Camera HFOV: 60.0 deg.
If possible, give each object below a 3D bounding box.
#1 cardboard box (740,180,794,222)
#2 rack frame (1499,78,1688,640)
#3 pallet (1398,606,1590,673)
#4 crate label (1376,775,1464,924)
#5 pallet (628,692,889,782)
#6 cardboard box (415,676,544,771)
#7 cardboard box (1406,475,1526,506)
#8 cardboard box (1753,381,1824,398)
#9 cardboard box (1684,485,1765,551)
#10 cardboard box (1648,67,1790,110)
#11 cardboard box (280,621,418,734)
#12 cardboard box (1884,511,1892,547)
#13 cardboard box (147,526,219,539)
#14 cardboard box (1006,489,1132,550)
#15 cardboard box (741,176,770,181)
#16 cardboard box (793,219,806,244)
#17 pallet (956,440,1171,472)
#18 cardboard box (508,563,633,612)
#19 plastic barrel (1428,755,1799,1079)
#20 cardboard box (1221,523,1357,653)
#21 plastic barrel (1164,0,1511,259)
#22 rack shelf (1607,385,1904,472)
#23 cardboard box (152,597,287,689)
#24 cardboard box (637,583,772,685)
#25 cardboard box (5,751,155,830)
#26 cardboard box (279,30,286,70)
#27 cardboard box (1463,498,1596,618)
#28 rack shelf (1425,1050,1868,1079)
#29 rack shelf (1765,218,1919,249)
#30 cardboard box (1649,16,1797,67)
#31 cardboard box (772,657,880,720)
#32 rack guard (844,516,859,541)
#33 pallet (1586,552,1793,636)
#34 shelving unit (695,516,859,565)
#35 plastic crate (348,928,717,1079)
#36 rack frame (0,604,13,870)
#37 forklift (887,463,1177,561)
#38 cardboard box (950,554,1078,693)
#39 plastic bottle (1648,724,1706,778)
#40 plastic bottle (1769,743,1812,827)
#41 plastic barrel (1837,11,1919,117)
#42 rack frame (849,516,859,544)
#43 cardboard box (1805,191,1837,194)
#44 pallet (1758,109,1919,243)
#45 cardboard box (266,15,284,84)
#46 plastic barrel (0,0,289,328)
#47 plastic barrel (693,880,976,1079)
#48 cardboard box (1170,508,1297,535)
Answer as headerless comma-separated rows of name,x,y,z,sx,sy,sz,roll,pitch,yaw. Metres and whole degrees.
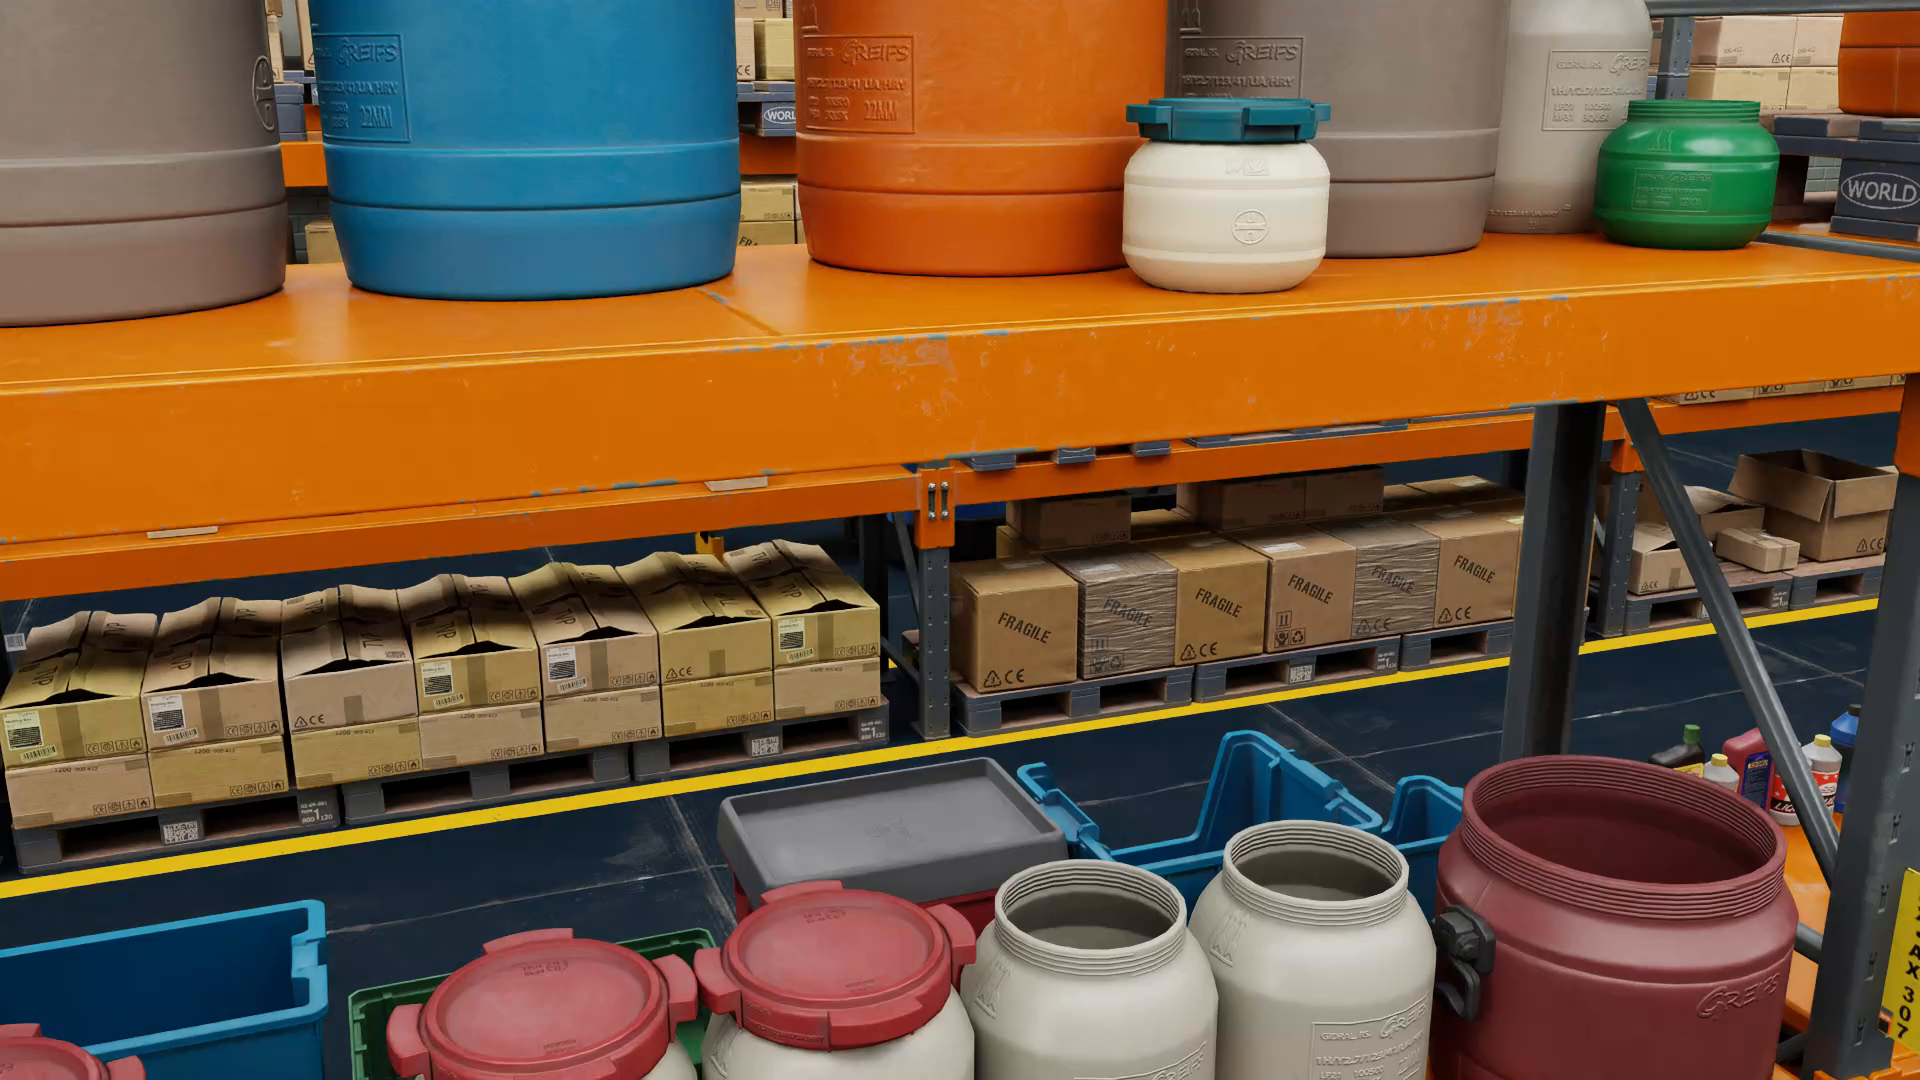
cardboard box,-1.515,-2.466,12.099,0.500,0.250,0.500,-6,17,-19
rack frame,3.453,-1.025,9.265,0.127,3.000,1.000,-6,17,-20
pallet,2.707,0.405,9.345,1.213,0.211,1.003,-6,17,-20
crate label,0.959,0.706,3.667,0.416,0.233,0.303,-6,17,-20
pallet,-1.065,0.789,8.037,1.213,0.211,1.003,-6,17,-20
cardboard box,-2.116,0.769,7.292,0.500,0.250,0.500,-6,17,-19
cardboard box,2.914,-0.052,9.608,0.500,0.500,0.500,-7,18,-23
cardboard box,4.504,-1.105,9.360,0.500,0.500,0.500,-6,17,-19
cardboard box,4.584,-0.154,10.289,0.500,0.311,0.500,-6,17,-20
cardboard box,3.996,-2.376,8.809,0.500,0.250,0.500,-6,17,-20
cardboard box,-2.590,0.553,7.032,0.500,0.311,0.500,-7,18,-22
cardboard box,5.871,-0.113,10.257,0.500,0.250,0.500,-6,17,-20
cardboard box,-3.117,-0.133,6.675,0.250,0.149,0.380,-6,17,-20
cardboard box,0.558,-0.156,8.631,0.500,0.250,0.500,-5,17,-18
cardboard box,-1.727,-2.599,12.552,0.500,0.250,0.500,-6,17,-19
cardboard box,-1.020,-2.157,12.379,0.500,0.500,0.500,-6,17,-18
pallet,0.326,-0.616,8.214,1.003,0.211,1.213,-6,17,-20
cardboard box,-1.841,0.309,7.863,0.500,0.311,0.500,-7,18,-22
plastic barrel,1.162,0.743,3.003,0.708,0.536,0.600,-6,17,-20
cardboard box,1.688,0.238,8.618,0.500,0.500,0.500,-7,18,-22
plastic barrel,0.642,-0.972,2.872,0.600,0.901,0.600,0,16,0
rack shelf,5.321,-0.881,10.053,4.000,0.370,1.077,-6,17,-20
cardboard box,-3.258,0.460,7.348,0.500,0.311,0.500,-6,17,-19
cardboard box,-1.166,0.399,7.556,0.500,0.311,0.500,-6,18,-21
cardboard box,-3.552,0.924,6.763,0.500,0.250,0.500,-7,18,-21
cardboard box,-4.679,-3.216,10.814,0.500,0.311,0.500,-6,17,-18
cardboard box,3.095,0.088,9.129,0.500,0.500,0.500,-6,17,-20
rack shelf,-0.381,1.229,2.867,4.000,0.370,1.077,-6,17,-20
rack shelf,3.355,-0.614,3.818,4.000,0.370,1.077,-6,17,-20
cardboard box,3.996,-2.616,8.737,0.500,0.250,0.500,-6,17,-20
cardboard box,-0.686,0.613,7.821,0.500,0.250,0.500,-6,17,-19
rack guard,-0.649,-0.060,10.860,0.087,0.250,0.587,-6,17,-18
pallet,4.095,0.244,9.893,1.213,0.211,1.003,-6,17,-20
shelving unit,-1.120,-0.615,10.529,1.083,1.500,0.587,-6,17,-18
plastic crate,-0.723,0.937,2.960,0.662,0.188,0.450,-6,17,-20
rack frame,-4.017,-0.218,6.518,0.127,3.000,1.000,-6,17,-20
forklift,0.846,-1.473,10.911,3.031,2.935,1.130,-6,17,-18
cardboard box,0.245,0.396,8.082,0.500,0.500,0.500,-5,17,-18
plastic bottle,1.712,0.585,3.990,0.133,0.283,0.061,-6,17,-20
plastic bottle,2.042,0.594,4.104,0.097,0.201,0.097,0,16,0
plastic barrel,2.018,-1.221,3.102,0.708,0.830,0.600,-6,17,-20
rack frame,-0.648,-0.660,10.685,0.032,1.500,0.500,-6,17,-18
cardboard box,5.251,-1.825,10.038,0.500,0.500,0.500,-6,18,-21
pallet,2.236,-0.718,3.231,1.213,0.211,1.003,-6,17,-20
cardboard box,-2.926,-1.903,6.452,0.500,0.250,0.500,-8,18,-25
plastic barrel,-1.240,-0.769,2.179,0.600,0.901,0.600,0,16,0
plastic barrel,-0.187,0.864,2.592,0.433,0.535,0.433,0,16,0
cardboard box,1.479,0.104,9.076,0.500,0.500,0.500,-7,18,-22
